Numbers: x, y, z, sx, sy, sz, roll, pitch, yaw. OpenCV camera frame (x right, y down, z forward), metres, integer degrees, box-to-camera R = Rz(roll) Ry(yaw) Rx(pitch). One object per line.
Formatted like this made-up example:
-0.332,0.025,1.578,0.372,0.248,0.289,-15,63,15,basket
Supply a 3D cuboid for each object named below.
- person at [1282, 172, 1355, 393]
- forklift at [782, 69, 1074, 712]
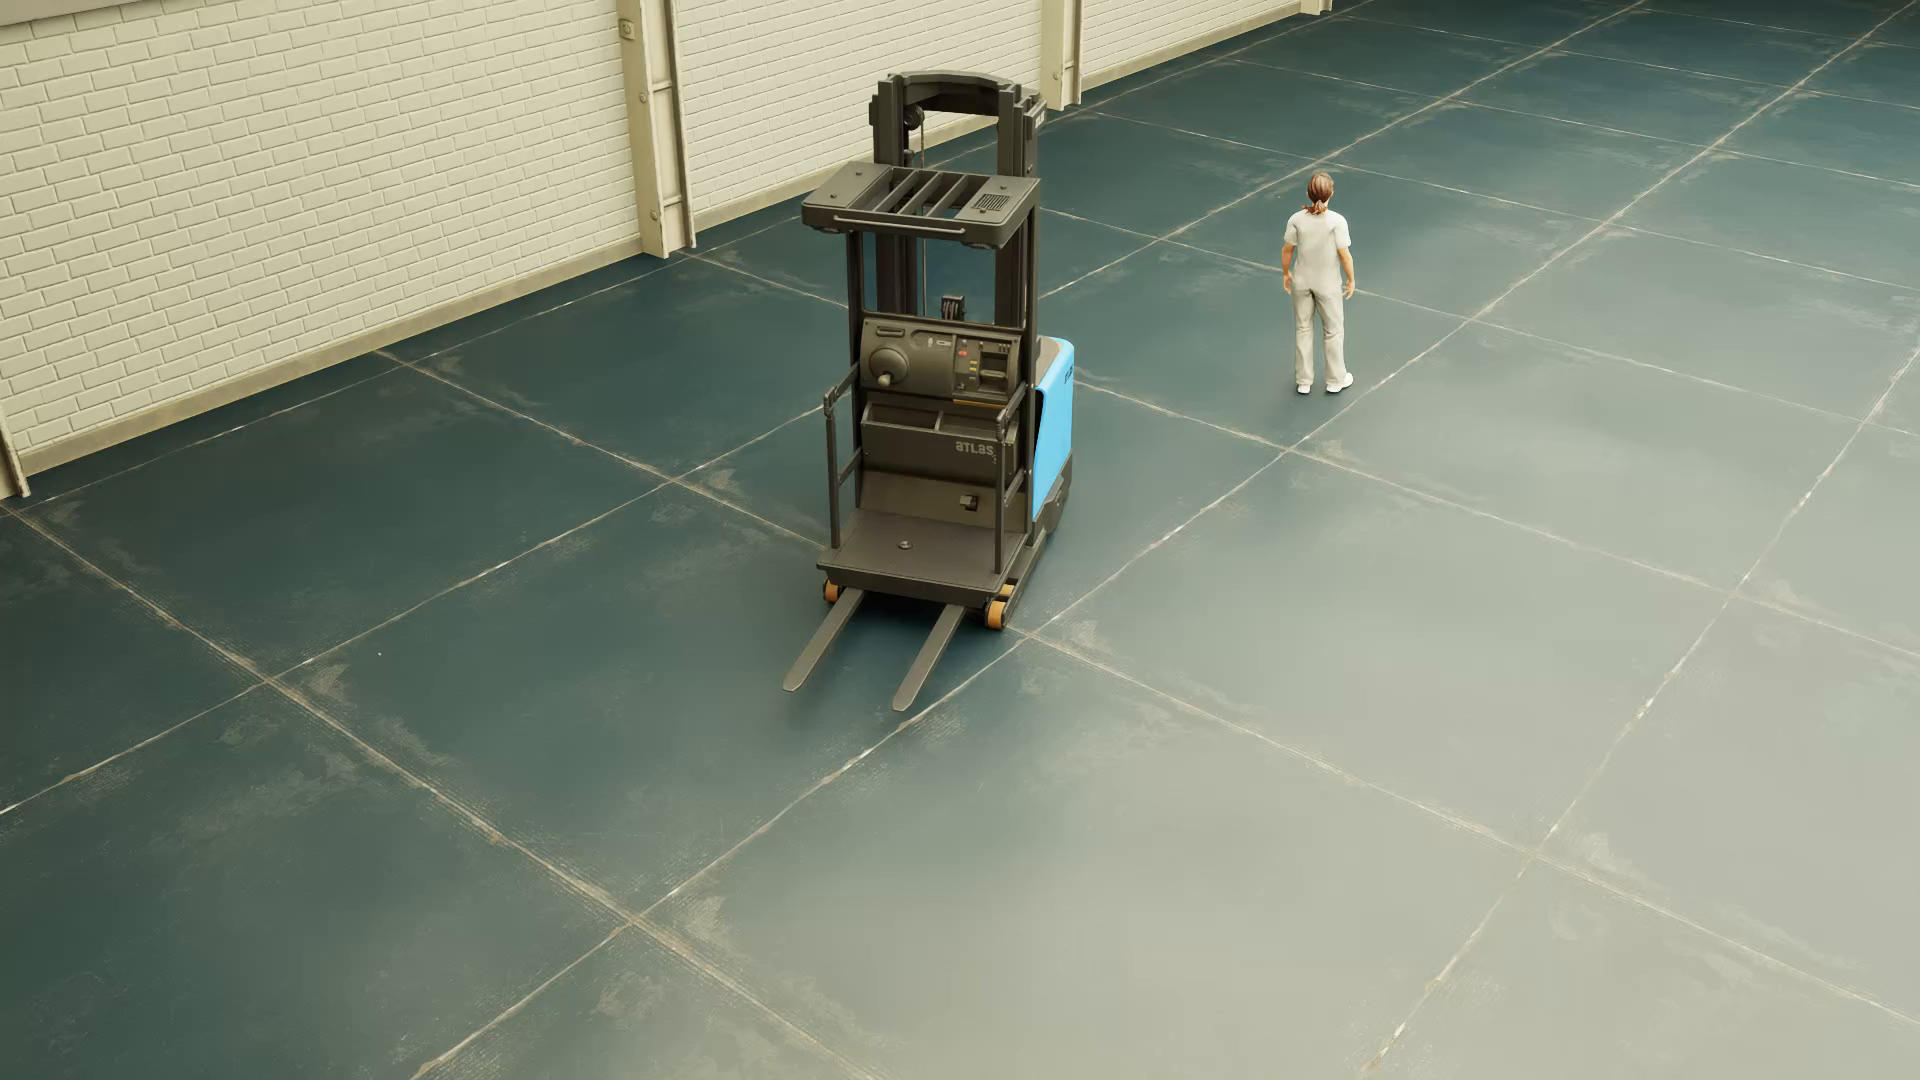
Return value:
2.603,-1.866,12.019,0.550,1.673,0.548,15,33,24,person
-0.176,-0.972,9.258,1.130,2.935,3.031,9,31,14,forklift
